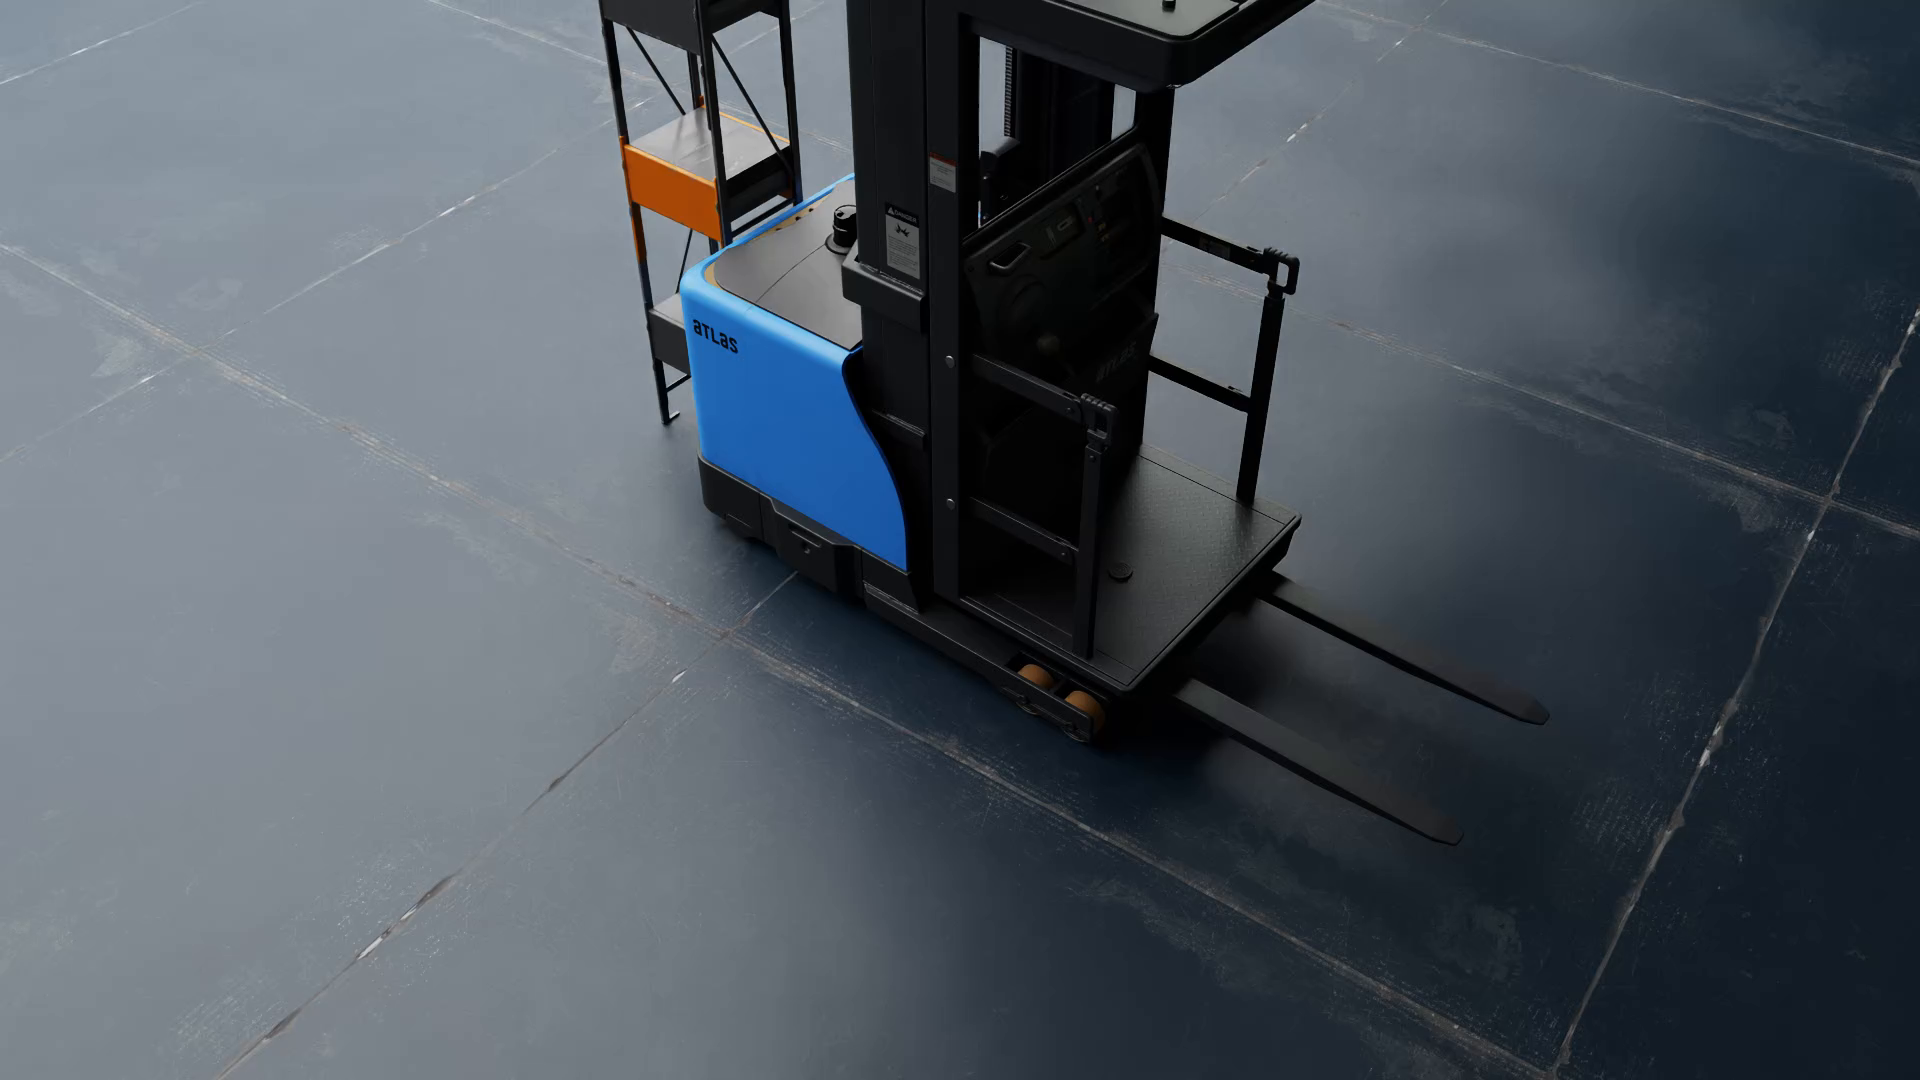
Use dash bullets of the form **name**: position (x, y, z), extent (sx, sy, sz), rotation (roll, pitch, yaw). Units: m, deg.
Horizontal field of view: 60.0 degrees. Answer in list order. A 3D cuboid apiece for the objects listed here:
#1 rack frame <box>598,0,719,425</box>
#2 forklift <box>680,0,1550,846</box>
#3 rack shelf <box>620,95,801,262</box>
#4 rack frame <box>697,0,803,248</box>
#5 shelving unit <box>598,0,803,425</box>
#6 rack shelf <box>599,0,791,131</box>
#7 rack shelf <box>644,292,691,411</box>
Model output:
- **rack frame**: position (-1.086, -1.359, 6.195), extent (0.015, 2.100, 0.400), rotation (28, 49, 28)
- **forklift**: position (0.492, -0.829, 4.979), extent (3.031, 2.935, 1.130), rotation (28, 49, 28)
- **rack shelf**: position (-0.896, -1.248, 6.090), extent (0.480, 0.518, 0.431), rotation (28, 49, 28)
- **rack frame**: position (-0.705, -1.156, 5.967), extent (0.015, 2.100, 0.400), rotation (28, 49, 28)
- **shelving unit**: position (-0.896, -1.258, 6.081), extent (0.503, 2.100, 0.431), rotation (28, 49, 28)
- **rack shelf**: position (-0.896, -1.769, 5.623), extent (0.480, 0.518, 0.431), rotation (28, 49, 28)
- **rack shelf**: position (-0.896, -0.726, 6.557), extent (0.480, 0.518, 0.431), rotation (28, 49, 28)
